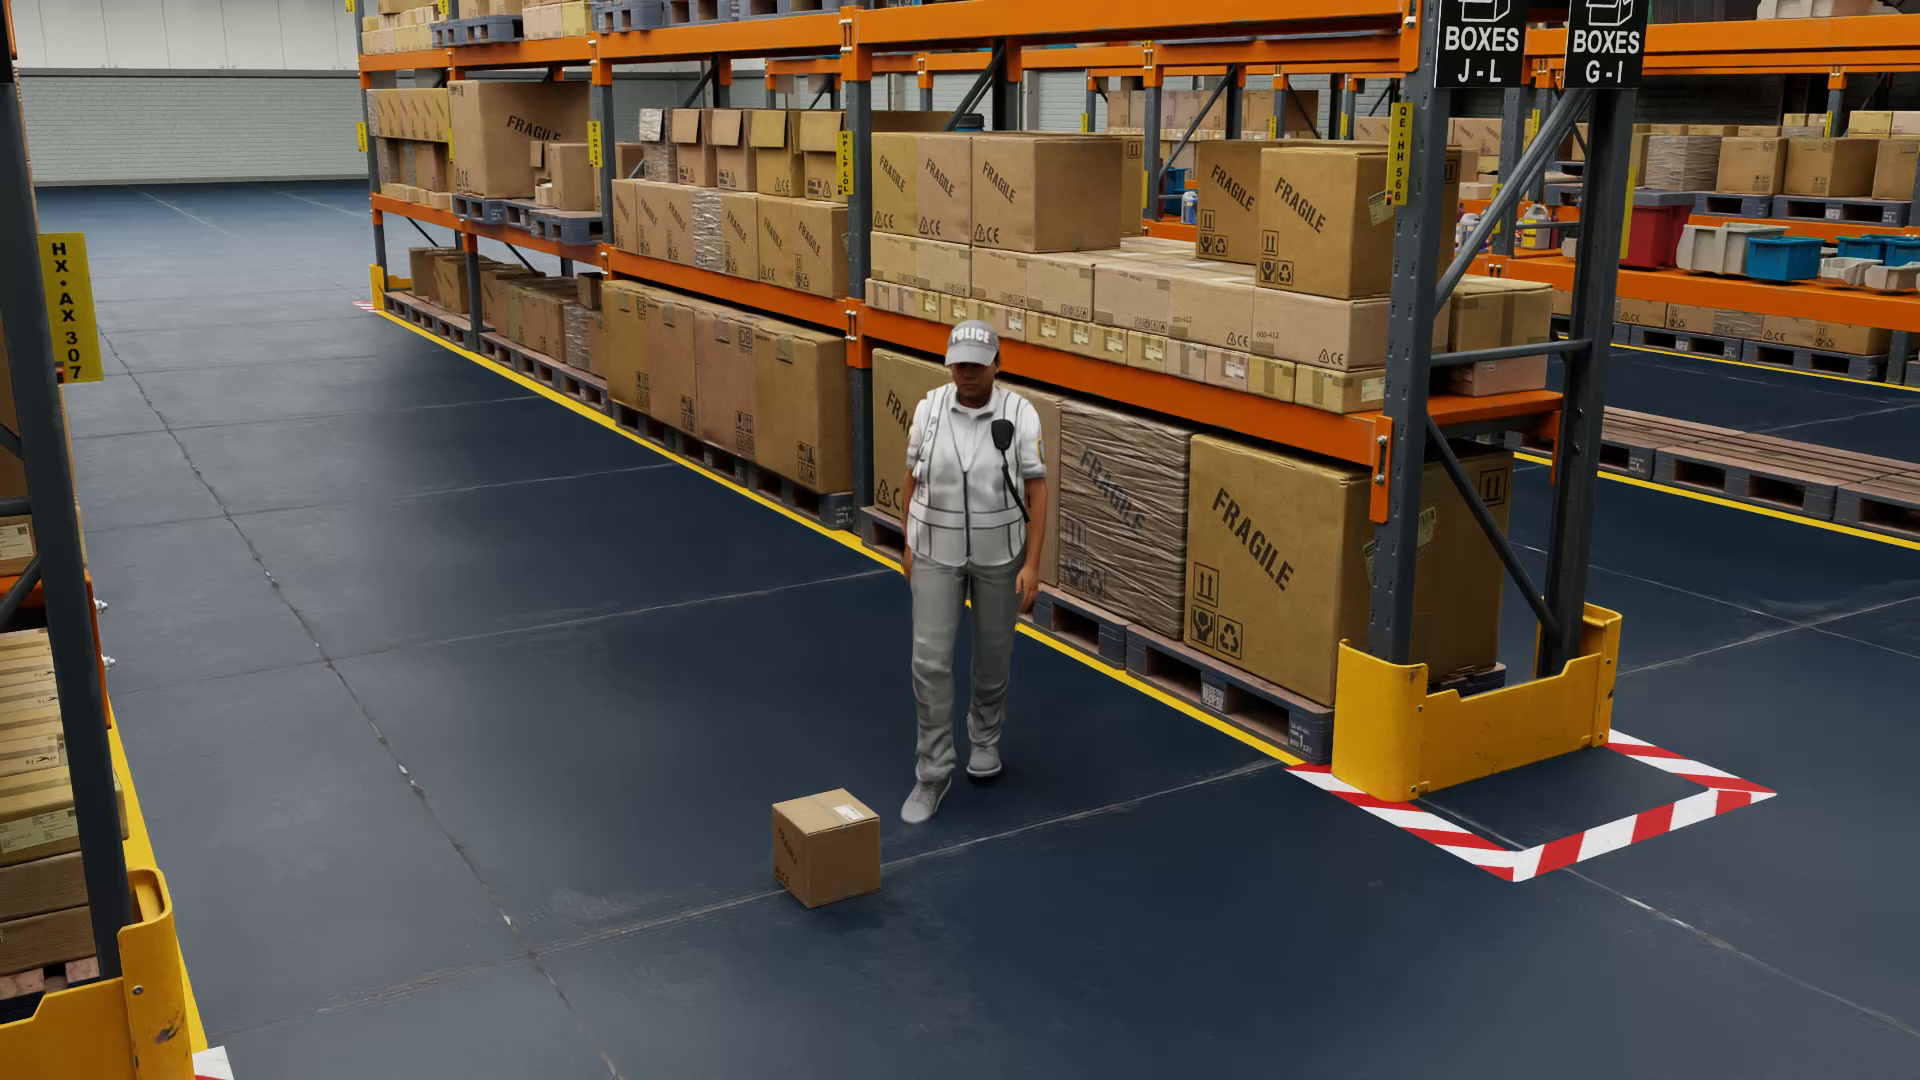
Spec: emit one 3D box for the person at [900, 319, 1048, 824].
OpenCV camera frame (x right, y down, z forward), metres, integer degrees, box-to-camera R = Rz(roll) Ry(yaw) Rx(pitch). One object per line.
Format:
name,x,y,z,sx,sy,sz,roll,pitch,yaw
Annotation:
person,0.046,0.094,5.703,0.503,1.707,0.613,0,15,1
